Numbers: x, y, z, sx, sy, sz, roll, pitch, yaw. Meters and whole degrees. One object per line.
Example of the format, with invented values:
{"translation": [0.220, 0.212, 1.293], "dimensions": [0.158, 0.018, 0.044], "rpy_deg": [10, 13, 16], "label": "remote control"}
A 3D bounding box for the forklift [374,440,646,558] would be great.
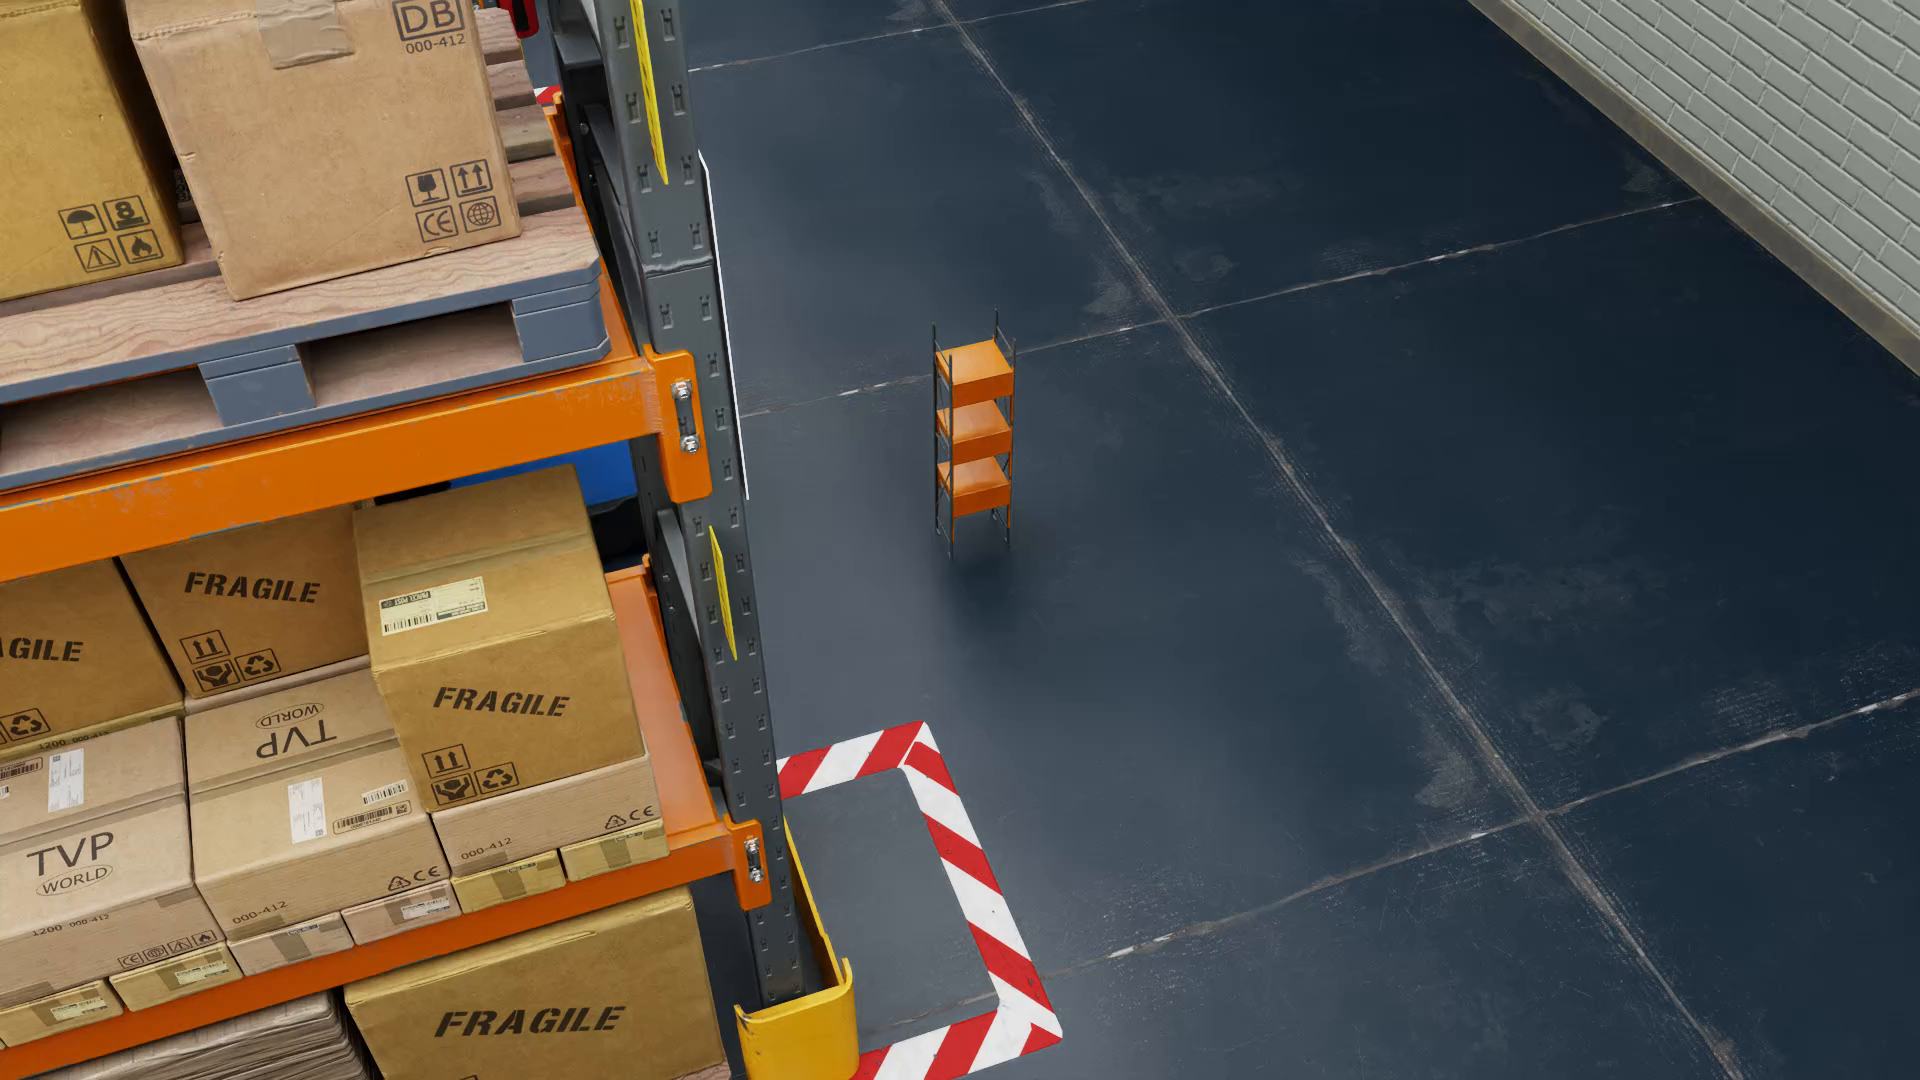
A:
{"translation": [-2.496, -1.035, 5.713], "dimensions": [3.031, 2.935, 1.130], "rpy_deg": [-16, 47, -15], "label": "forklift"}

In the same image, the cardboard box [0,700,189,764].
{"translation": [-2.178, 0.374, 4.156], "dimensions": [0.500, 0.250, 0.500], "rpy_deg": [-16, 47, -15], "label": "cardboard box"}

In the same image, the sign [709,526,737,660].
{"translation": [-0.503, 0.115, 3.533], "dimensions": [0.005, 0.325, 0.100], "rpy_deg": [-14, 47, -14], "label": "sign"}

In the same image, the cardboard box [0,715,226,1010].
{"translation": [-1.996, 0.728, 3.803], "dimensions": [0.500, 0.250, 0.500], "rpy_deg": [-16, 47, -15], "label": "cardboard box"}

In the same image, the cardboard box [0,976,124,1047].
{"translation": [-2.102, 0.945, 3.867], "dimensions": [0.250, 0.149, 0.380], "rpy_deg": [-14, 47, -14], "label": "cardboard box"}

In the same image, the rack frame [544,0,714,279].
{"translation": [-0.674, -1.875, 2.266], "dimensions": [0.127, 3.000, 1.000], "rpy_deg": [-14, 47, -14], "label": "rack frame"}

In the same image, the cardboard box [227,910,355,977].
{"translation": [-1.614, 0.819, 3.993], "dimensions": [0.250, 0.149, 0.380], "rpy_deg": [-14, 47, -13], "label": "cardboard box"}

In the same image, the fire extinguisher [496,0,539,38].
{"translation": [-2.060, -2.632, 7.573], "dimensions": [0.183, 0.674, 0.296], "rpy_deg": [-14, 47, -14], "label": "fire extinguisher"}

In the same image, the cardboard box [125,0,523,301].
{"translation": [-1.145, -0.875, 2.949], "dimensions": [0.500, 0.500, 0.700], "rpy_deg": [-17, 48, -16], "label": "cardboard box"}

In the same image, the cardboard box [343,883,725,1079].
{"translation": [-1.249, 1.051, 4.788], "dimensions": [0.875, 0.875, 0.875], "rpy_deg": [-14, 47, -14], "label": "cardboard box"}

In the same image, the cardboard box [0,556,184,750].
{"translation": [-2.173, 0.110, 3.889], "dimensions": [0.500, 0.500, 0.500], "rpy_deg": [-16, 47, -15], "label": "cardboard box"}

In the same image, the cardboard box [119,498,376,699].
{"translation": [-1.688, -0.019, 4.017], "dimensions": [0.500, 0.500, 0.500], "rpy_deg": [-15, 47, -15], "label": "cardboard box"}

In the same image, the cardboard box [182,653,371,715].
{"translation": [-1.704, 0.255, 4.274], "dimensions": [0.500, 0.250, 0.500], "rpy_deg": [-15, 47, -14], "label": "cardboard box"}

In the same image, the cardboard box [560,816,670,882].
{"translation": [-0.898, 0.636, 4.176], "dimensions": [0.250, 0.149, 0.380], "rpy_deg": [-14, 47, -13], "label": "cardboard box"}

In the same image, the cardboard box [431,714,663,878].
{"translation": [-1.040, 0.484, 4.046], "dimensions": [0.500, 0.250, 0.500], "rpy_deg": [-15, 47, -14], "label": "cardboard box"}

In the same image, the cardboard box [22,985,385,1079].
{"translation": [-2.105, 1.270, 4.570], "dimensions": [0.875, 0.875, 0.875], "rpy_deg": [-14, 47, -14], "label": "cardboard box"}

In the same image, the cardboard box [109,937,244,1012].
{"translation": [-1.858, 0.883, 3.930], "dimensions": [0.250, 0.149, 0.380], "rpy_deg": [-15, 47, -15], "label": "cardboard box"}

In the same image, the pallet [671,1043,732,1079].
{"translation": [-1.400, 1.471, 5.135], "dimensions": [1.213, 0.211, 1.003], "rpy_deg": [-14, 47, -14], "label": "pallet"}

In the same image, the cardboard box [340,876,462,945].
{"translation": [-1.379, 0.760, 4.053], "dimensions": [0.250, 0.149, 0.380], "rpy_deg": [-14, 47, -14], "label": "cardboard box"}

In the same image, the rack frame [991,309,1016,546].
{"translation": [0.165, -0.413, 6.420], "dimensions": [0.008, 1.050, 0.200], "rpy_deg": [-14, 47, -14], "label": "rack frame"}

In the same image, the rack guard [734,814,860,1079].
{"translation": [-0.652, 1.119, 5.282], "dimensions": [0.348, 0.500, 1.175], "rpy_deg": [-14, 47, -14], "label": "rack guard"}

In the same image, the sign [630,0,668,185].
{"translation": [-0.503, -0.736, 2.679], "dimensions": [0.005, 0.325, 0.100], "rpy_deg": [-14, 47, -14], "label": "sign"}

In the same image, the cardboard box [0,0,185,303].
{"translation": [-1.716, -0.820, 2.894], "dimensions": [0.500, 0.500, 0.700], "rpy_deg": [-16, 47, -15], "label": "cardboard box"}

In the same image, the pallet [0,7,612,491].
{"translation": [-1.369, -0.600, 3.175], "dimensions": [1.213, 0.211, 1.003], "rpy_deg": [-14, 47, -14], "label": "pallet"}

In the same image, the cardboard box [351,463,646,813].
{"translation": [-1.043, 0.218, 3.782], "dimensions": [0.500, 0.500, 0.500], "rpy_deg": [-14, 47, -13], "label": "cardboard box"}

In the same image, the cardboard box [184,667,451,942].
{"translation": [-1.518, 0.605, 3.925], "dimensions": [0.500, 0.250, 0.500], "rpy_deg": [-15, 47, -15], "label": "cardboard box"}

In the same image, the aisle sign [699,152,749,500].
{"translation": [-0.505, -0.493, 3.288], "dimensions": [0.004, 0.787, 0.394], "rpy_deg": [-14, 47, -14], "label": "aisle sign"}

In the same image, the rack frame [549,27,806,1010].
{"translation": [-0.674, 0.242, 4.391], "dimensions": [0.127, 3.000, 1.000], "rpy_deg": [-14, 47, -14], "label": "rack frame"}

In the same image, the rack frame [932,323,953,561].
{"translation": [-0.064, -0.354, 6.362], "dimensions": [0.008, 1.050, 0.200], "rpy_deg": [-14, 47, -14], "label": "rack frame"}

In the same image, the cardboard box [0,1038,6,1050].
{"translation": [-2.335, 1.003, 3.810], "dimensions": [0.250, 0.149, 0.380], "rpy_deg": [-13, 47, -13], "label": "cardboard box"}

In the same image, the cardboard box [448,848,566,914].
{"translation": [-1.142, 0.700, 4.112], "dimensions": [0.250, 0.149, 0.380], "rpy_deg": [-14, 47, -13], "label": "cardboard box"}

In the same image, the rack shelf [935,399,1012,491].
{"translation": [0.050, -0.376, 6.398], "dimensions": [0.240, 0.259, 0.215], "rpy_deg": [-14, 47, -14], "label": "rack shelf"}

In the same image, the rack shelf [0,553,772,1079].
{"translation": [-2.556, 0.977, 4.166], "dimensions": [4.000, 0.370, 1.077], "rpy_deg": [-14, 47, -14], "label": "rack shelf"}

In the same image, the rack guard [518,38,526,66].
{"translation": [-2.338, -2.189, 8.579], "dimensions": [0.348, 0.500, 1.175], "rpy_deg": [-14, 47, -14], "label": "rack guard"}

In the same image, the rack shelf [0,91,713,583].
{"translation": [-2.556, -0.082, 3.104], "dimensions": [4.000, 0.370, 1.077], "rpy_deg": [-14, 47, -14], "label": "rack shelf"}

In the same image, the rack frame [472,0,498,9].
{"translation": [-2.356, -3.057, 7.679], "dimensions": [0.127, 3.000, 1.000], "rpy_deg": [-14, 47, -14], "label": "rack frame"}

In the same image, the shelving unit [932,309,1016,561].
{"translation": [0.050, -0.383, 6.391], "dimensions": [0.252, 1.050, 0.215], "rpy_deg": [-14, 47, -14], "label": "shelving unit"}

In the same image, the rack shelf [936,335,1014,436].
{"translation": [0.050, -0.576, 6.197], "dimensions": [0.240, 0.259, 0.215], "rpy_deg": [-14, 47, -14], "label": "rack shelf"}

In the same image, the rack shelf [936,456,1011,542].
{"translation": [0.050, -0.180, 6.595], "dimensions": [0.240, 0.259, 0.215], "rpy_deg": [-14, 47, -14], "label": "rack shelf"}

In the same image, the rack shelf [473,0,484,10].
{"translation": [-4.237, -2.322, 7.455], "dimensions": [4.000, 0.370, 1.077], "rpy_deg": [-14, 47, -14], "label": "rack shelf"}
